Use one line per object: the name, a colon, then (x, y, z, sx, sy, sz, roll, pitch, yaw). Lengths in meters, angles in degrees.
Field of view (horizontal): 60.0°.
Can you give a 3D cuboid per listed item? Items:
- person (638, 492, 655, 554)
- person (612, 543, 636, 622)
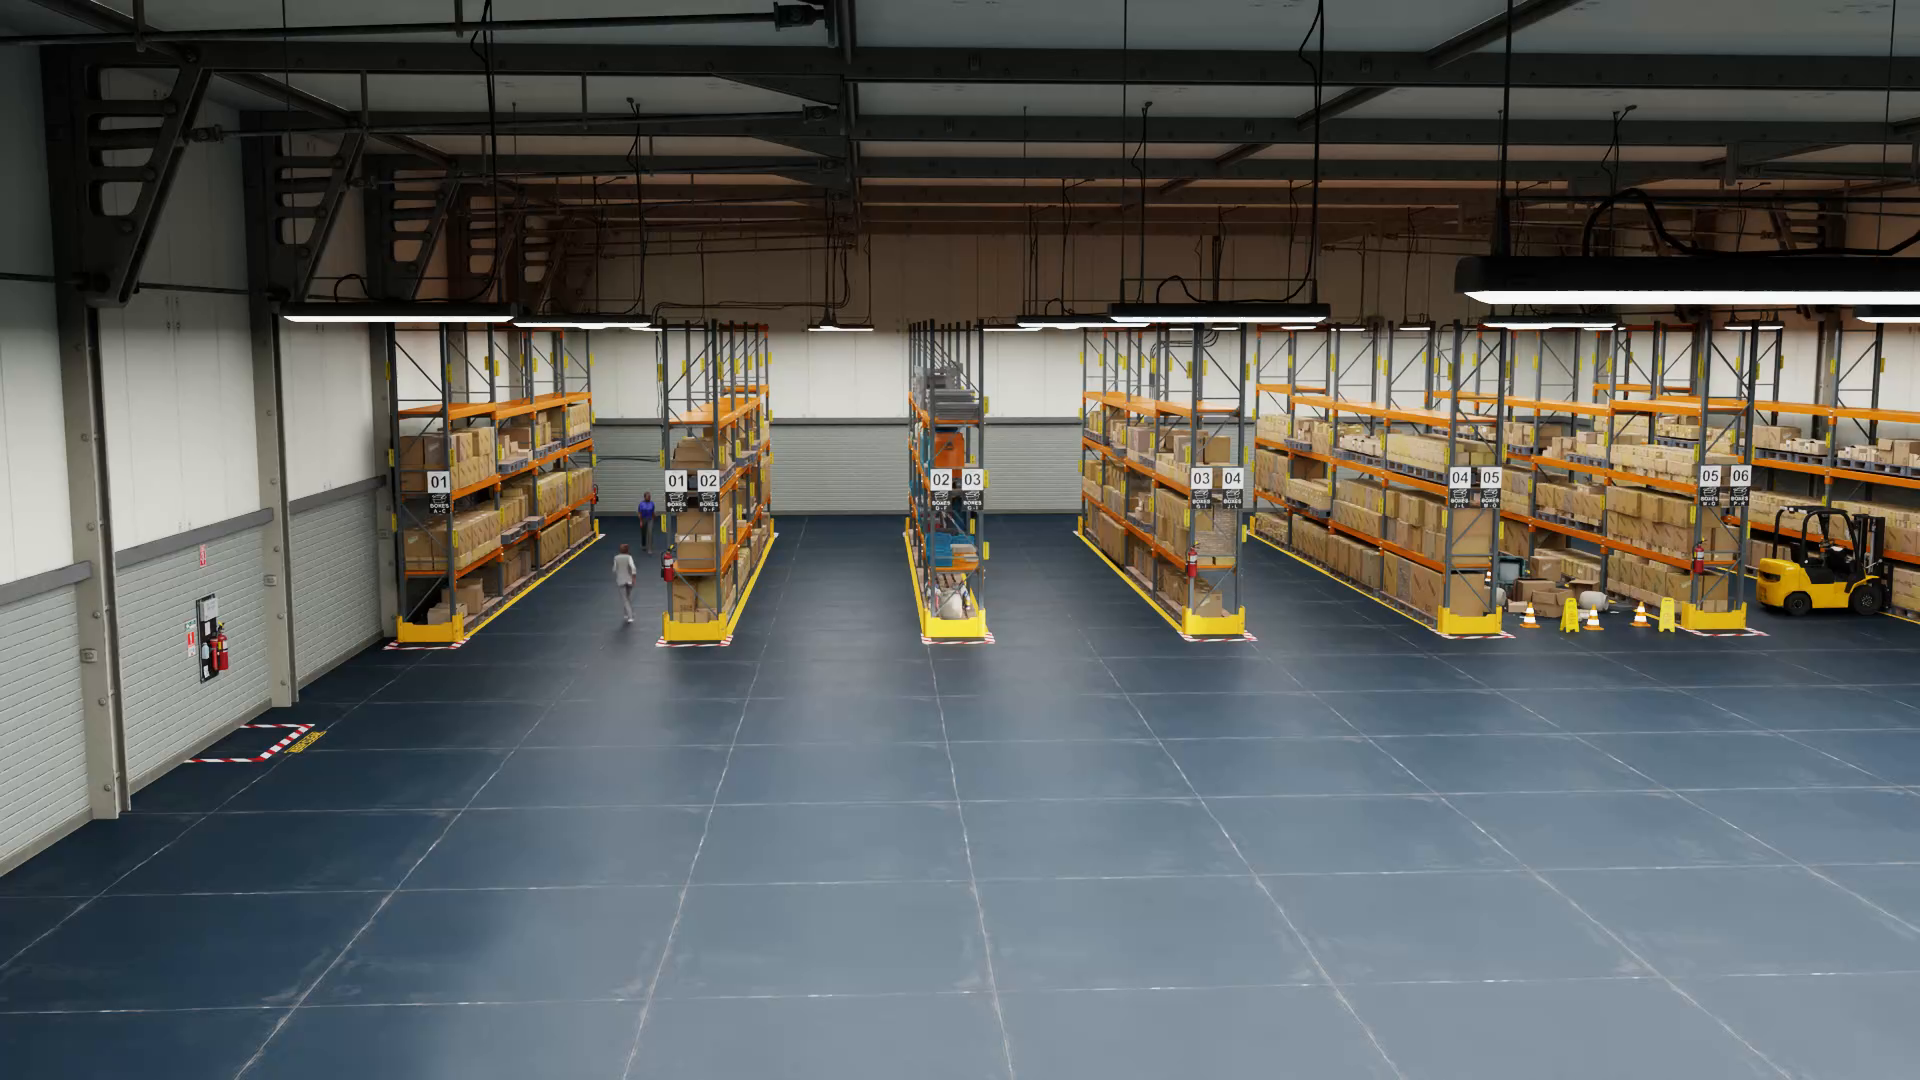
person: (-8.216, -0.466, 43.627, 0.431, 1.610, 0.939, -1, 7, -9)
person: (-6.715, 0.881, 33.219, 0.370, 1.638, 0.702, -5, 9, -37)
